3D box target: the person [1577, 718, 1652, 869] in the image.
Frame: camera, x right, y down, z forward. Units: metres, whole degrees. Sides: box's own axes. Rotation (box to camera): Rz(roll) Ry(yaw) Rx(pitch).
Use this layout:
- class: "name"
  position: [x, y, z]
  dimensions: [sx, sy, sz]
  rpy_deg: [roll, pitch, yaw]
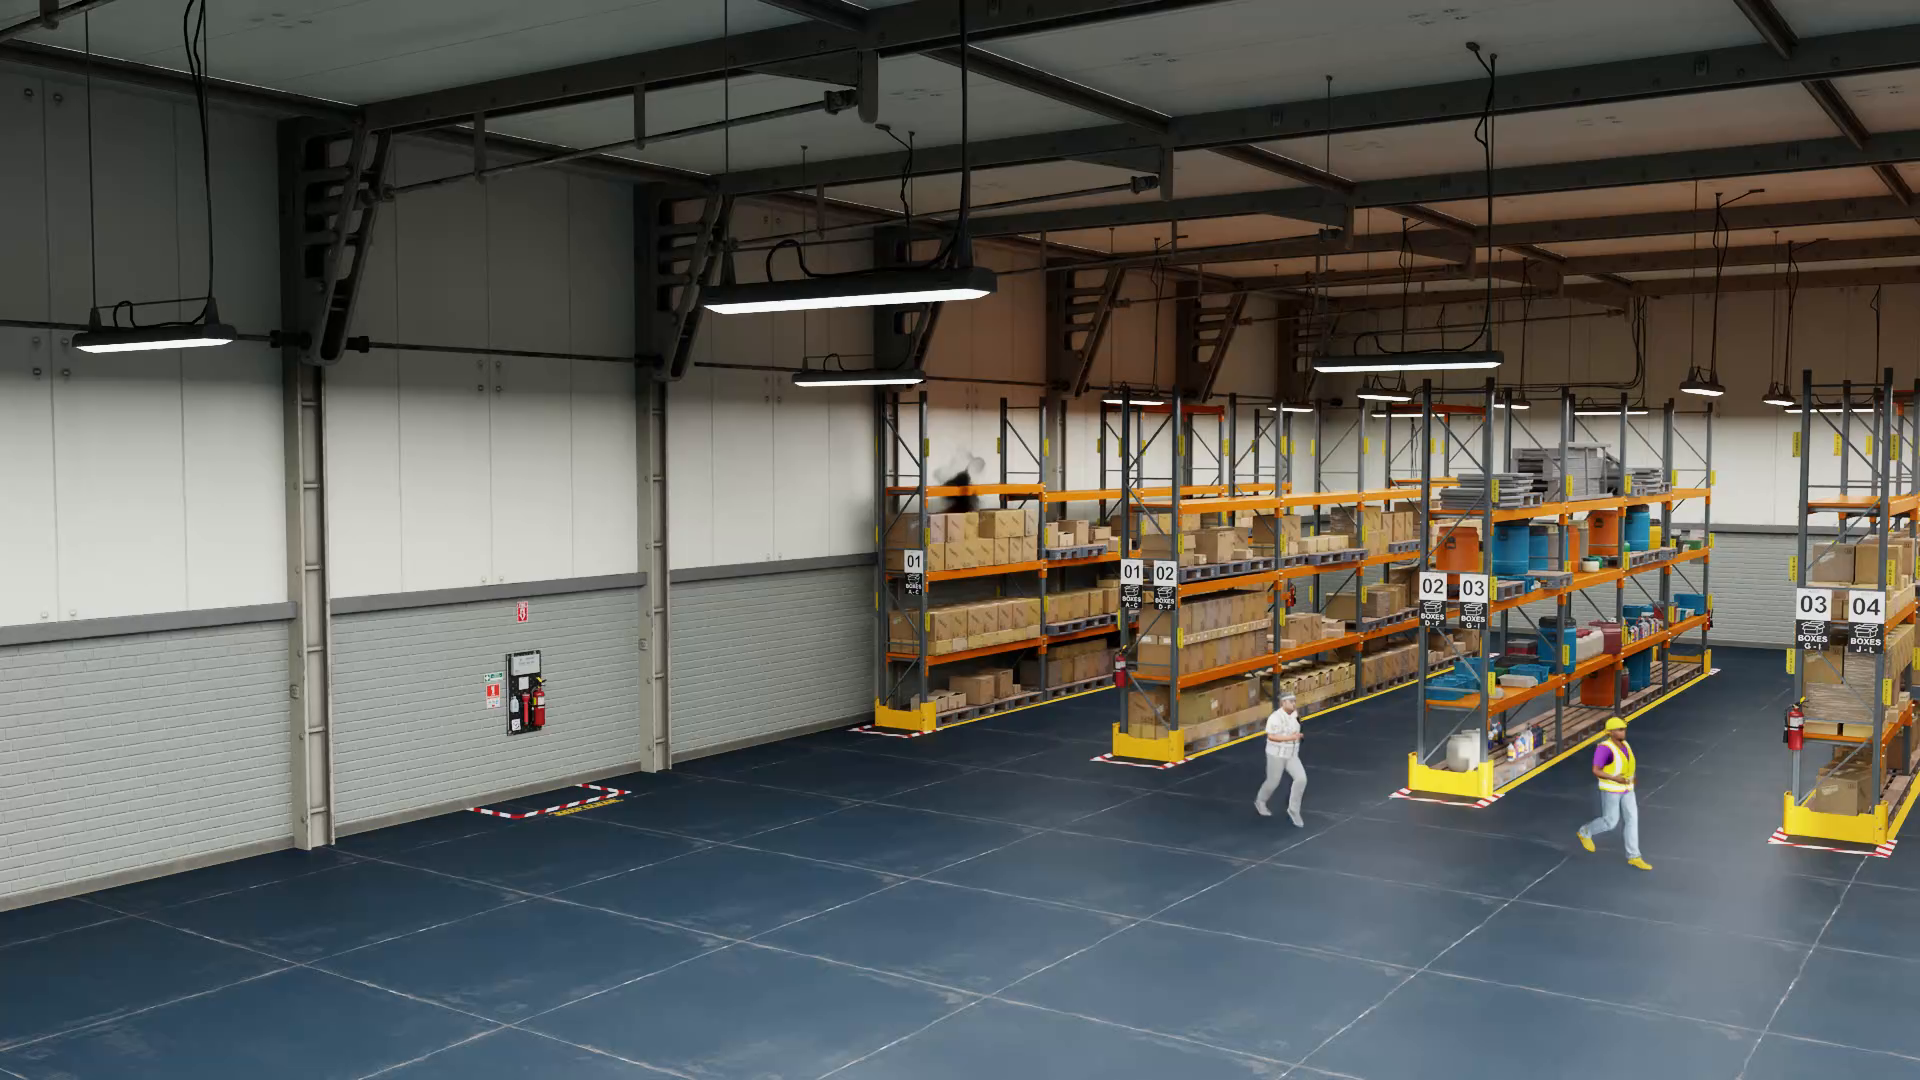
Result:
- class: "person"
  position: [7.854, 3.000, 19.935]
  dimensions: [0.709, 1.754, 0.977]
  rpy_deg: [-2, 4, -29]

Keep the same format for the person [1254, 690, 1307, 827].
- class: "person"
  position: [4.288, 2.899, 22.251]
  dimensions: [0.687, 1.835, 0.882]
  rpy_deg: [-2, 4, -36]
